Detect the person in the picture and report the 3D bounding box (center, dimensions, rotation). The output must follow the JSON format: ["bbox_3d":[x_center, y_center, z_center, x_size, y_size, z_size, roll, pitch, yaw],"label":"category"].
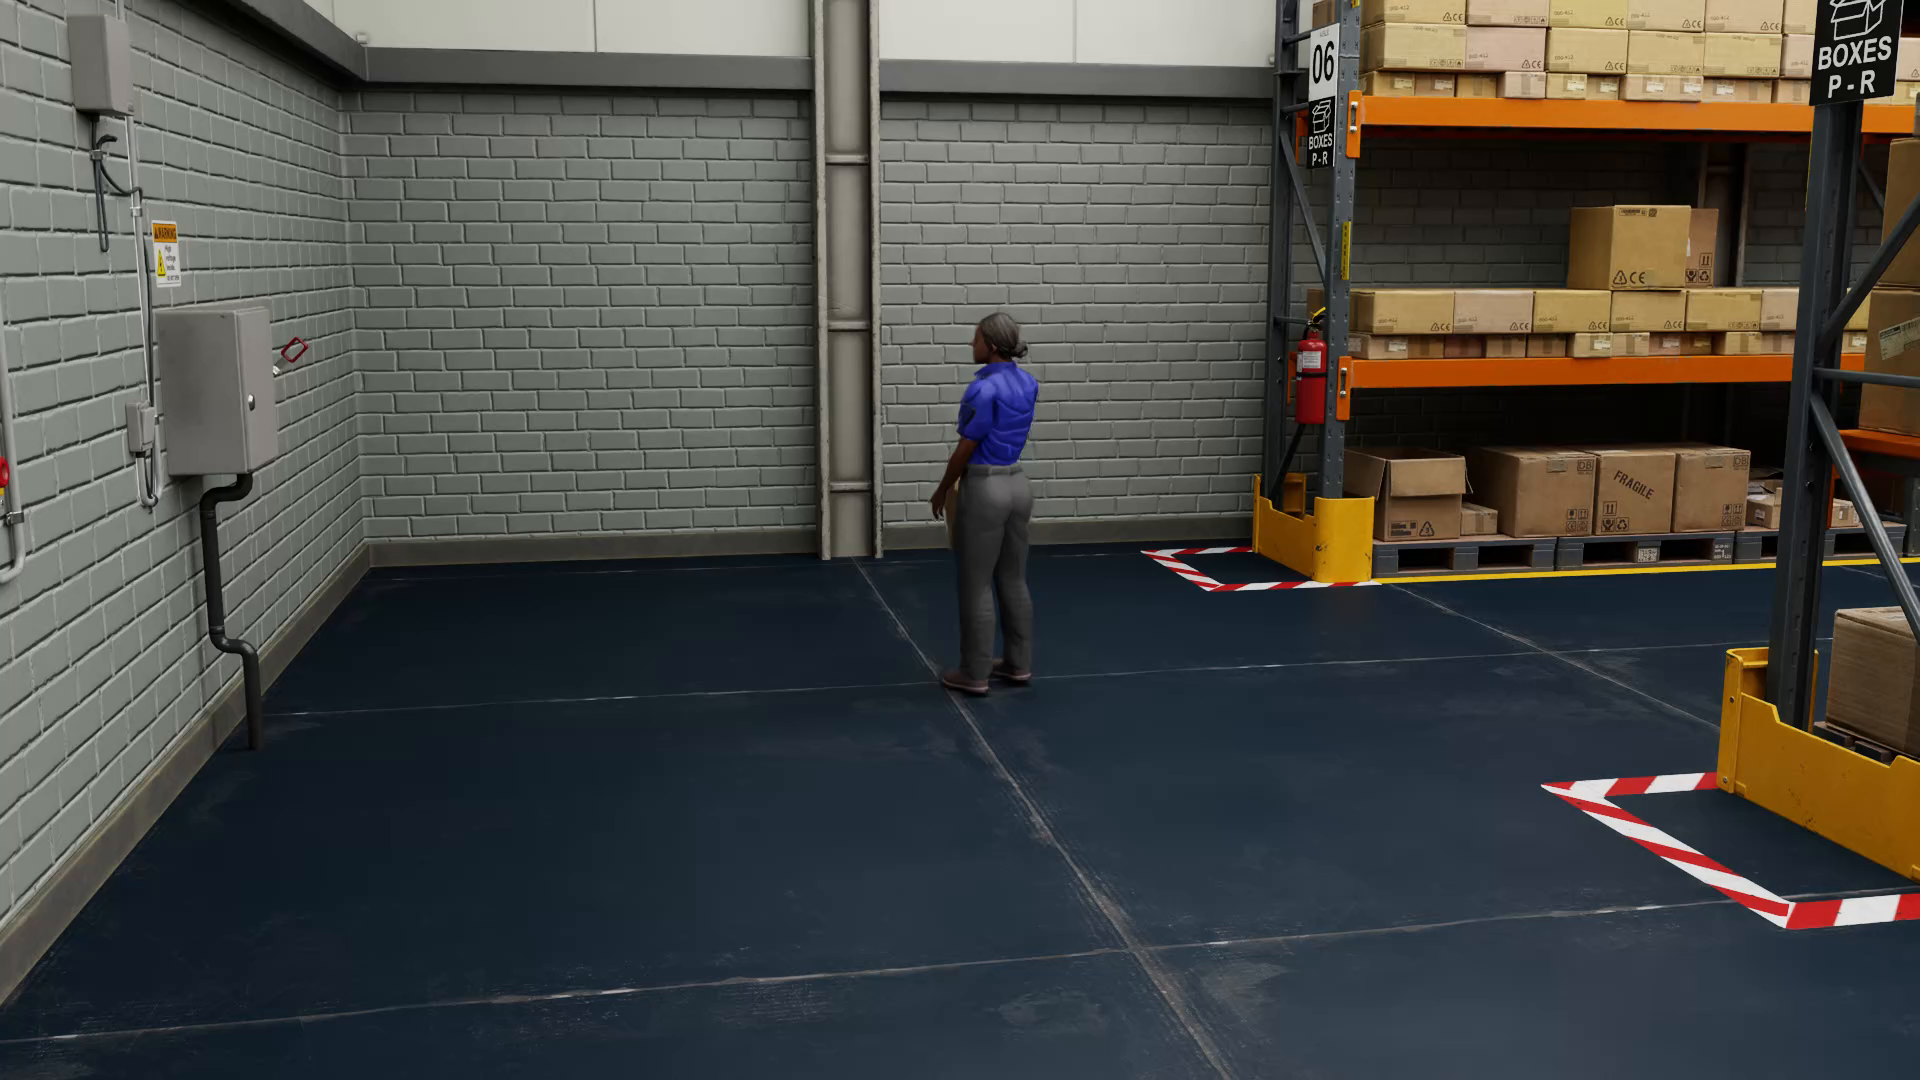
[{"bbox_3d":[0.131,-0.160,7.305,0.420,1.648,0.554,8,12,38],"label":"person"}]
